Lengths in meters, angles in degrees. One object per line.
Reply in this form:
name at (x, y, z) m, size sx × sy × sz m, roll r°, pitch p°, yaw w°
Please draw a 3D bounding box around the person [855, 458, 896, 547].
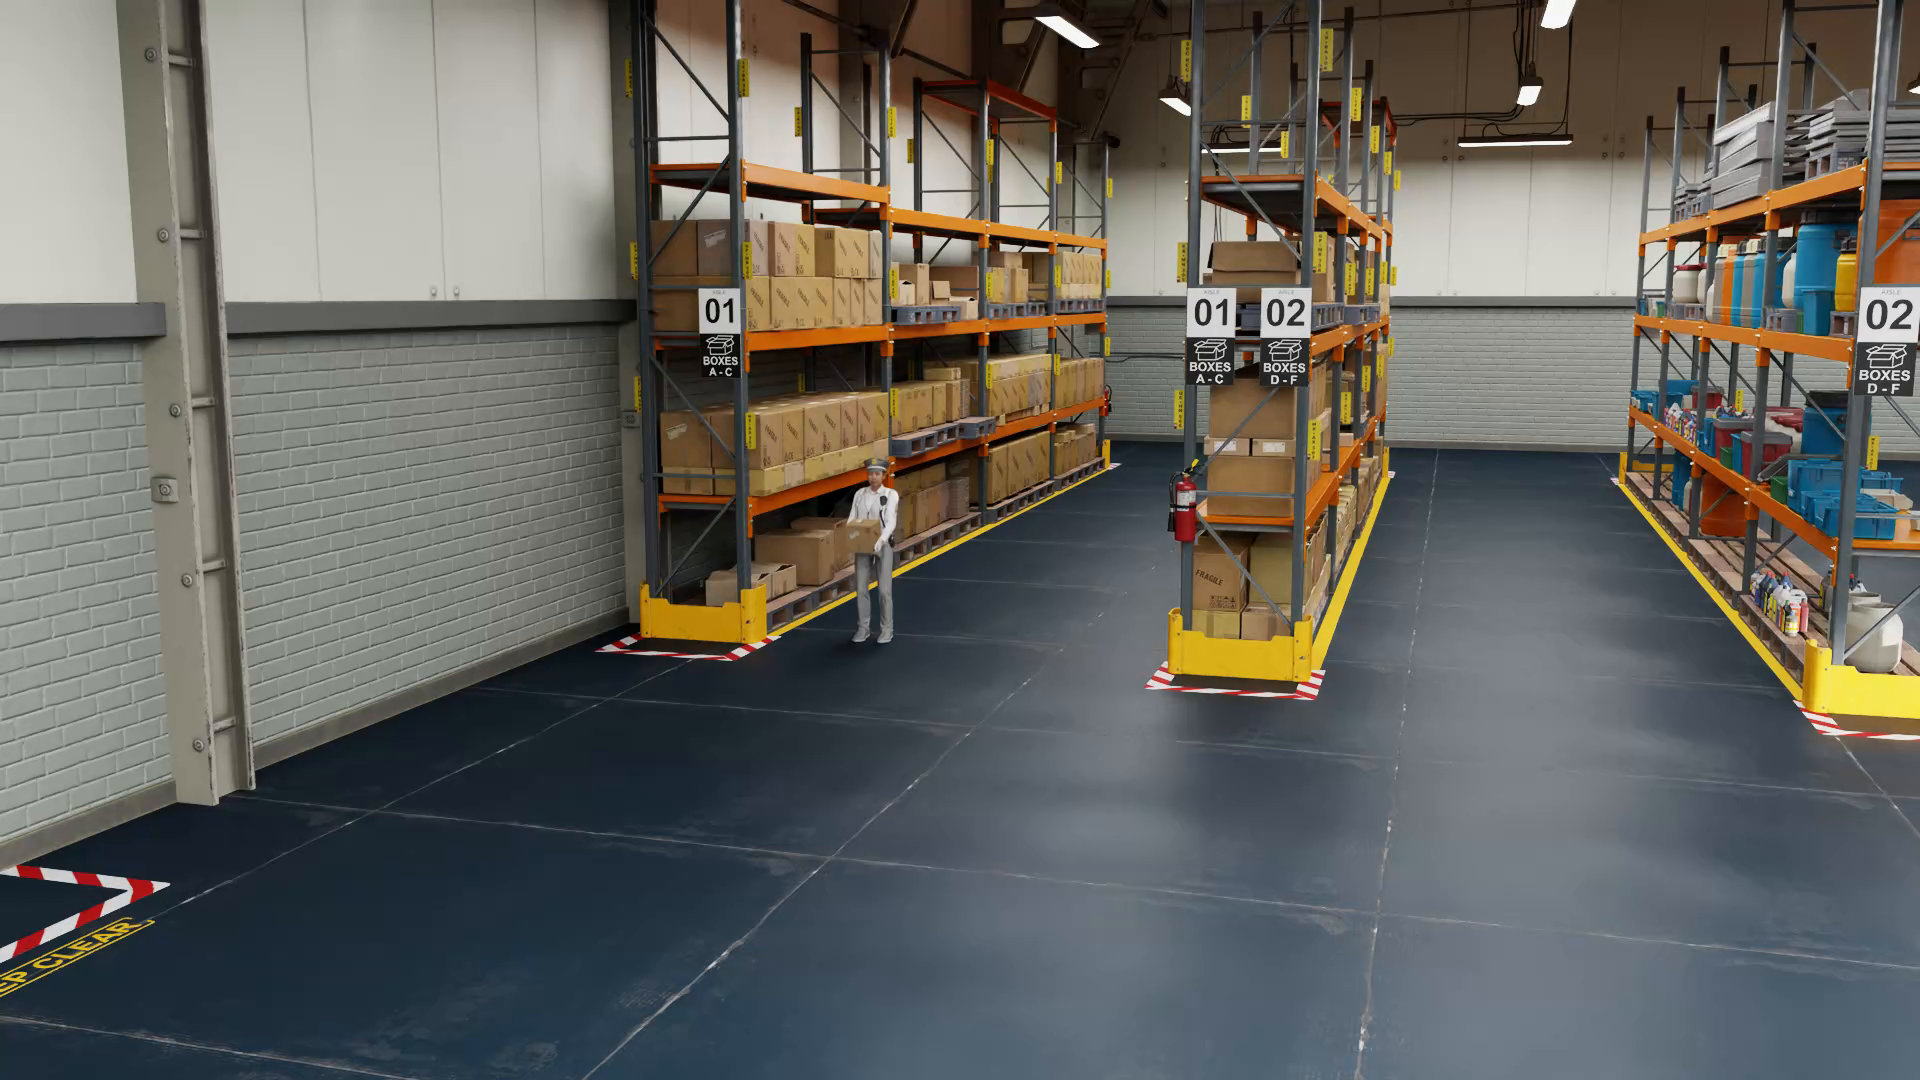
person at (-0.772, -0.346, 15.134) m, size 0.372 × 0.819 × 0.362 m, roll 3°, pitch 9°, yaw 17°
